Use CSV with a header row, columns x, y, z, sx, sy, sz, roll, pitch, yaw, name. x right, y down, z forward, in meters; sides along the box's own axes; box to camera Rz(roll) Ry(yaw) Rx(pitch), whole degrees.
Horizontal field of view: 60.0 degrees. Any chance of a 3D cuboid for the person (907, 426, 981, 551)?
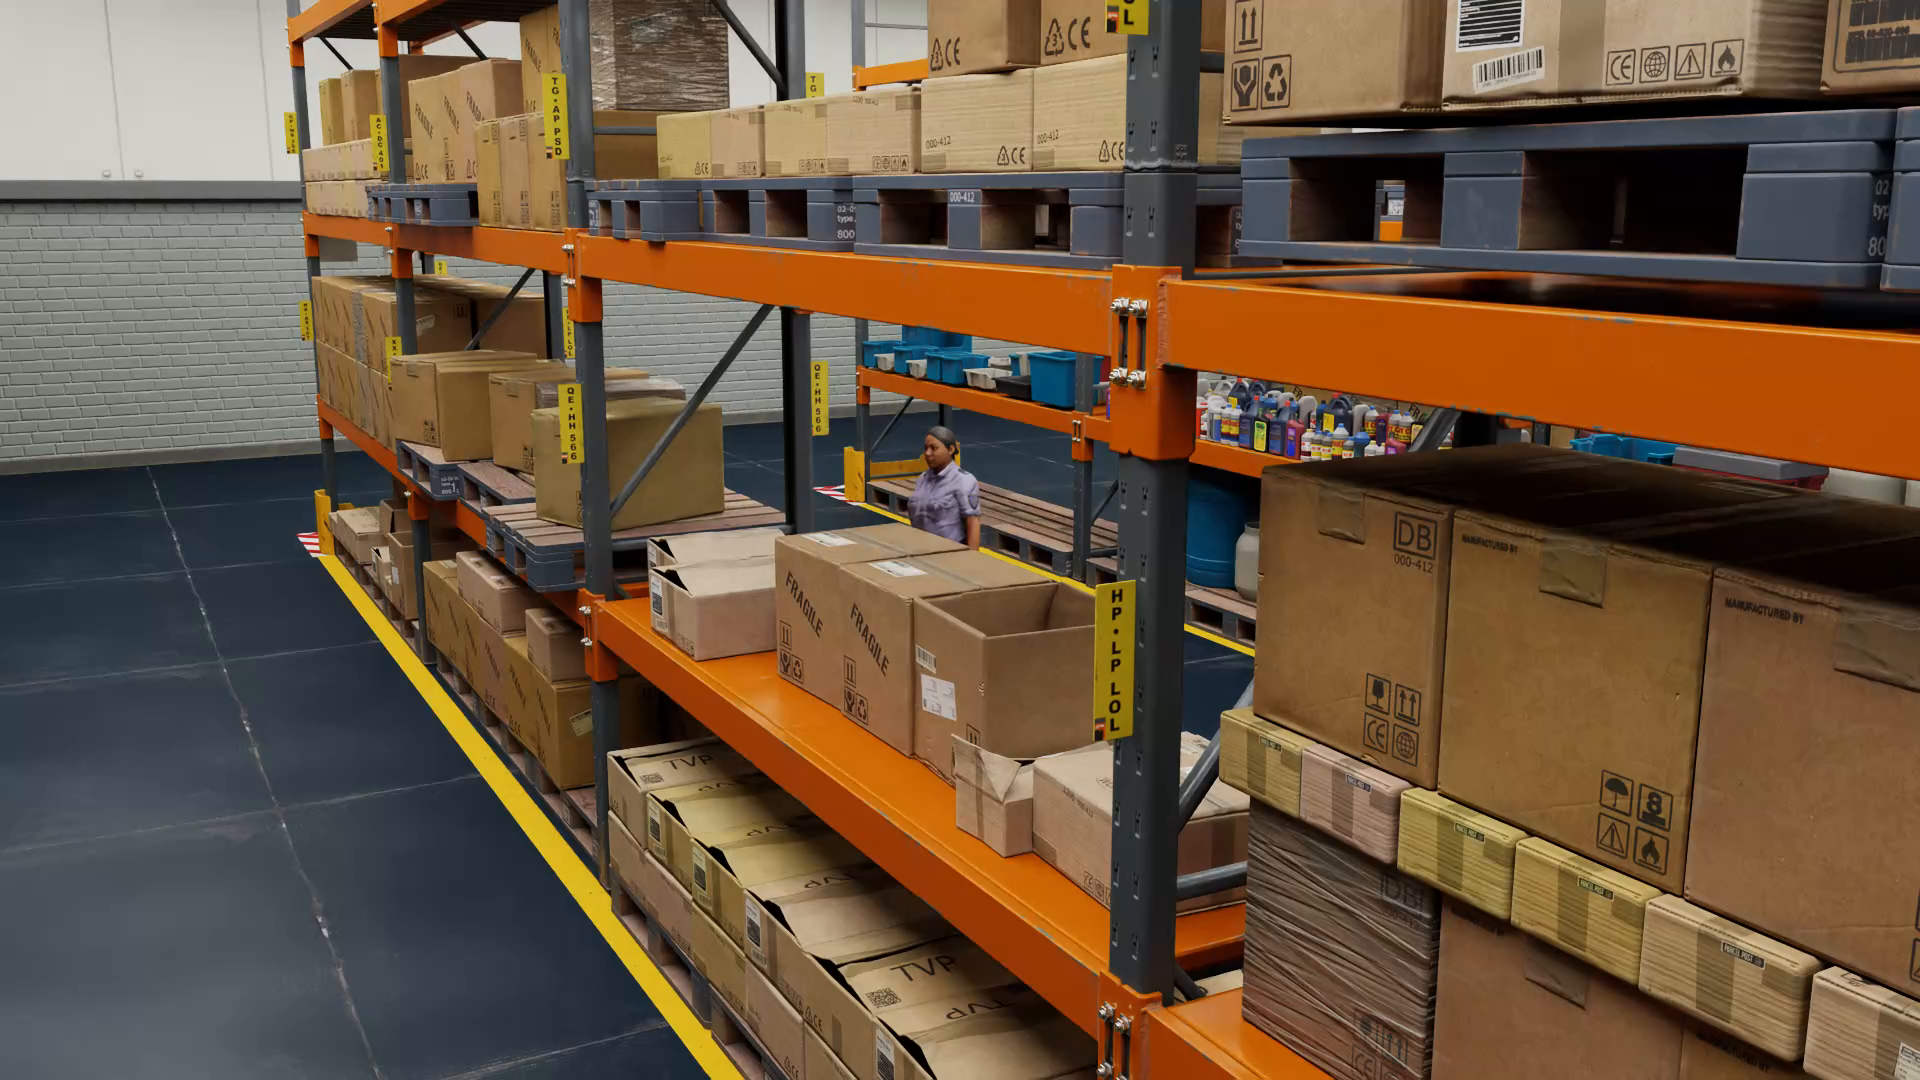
x,y,z,sx,sy,sz,roll,pitch,yaw,name
-0.068,0.168,9.616,0.433,1.659,0.529,-10,15,-40,person
